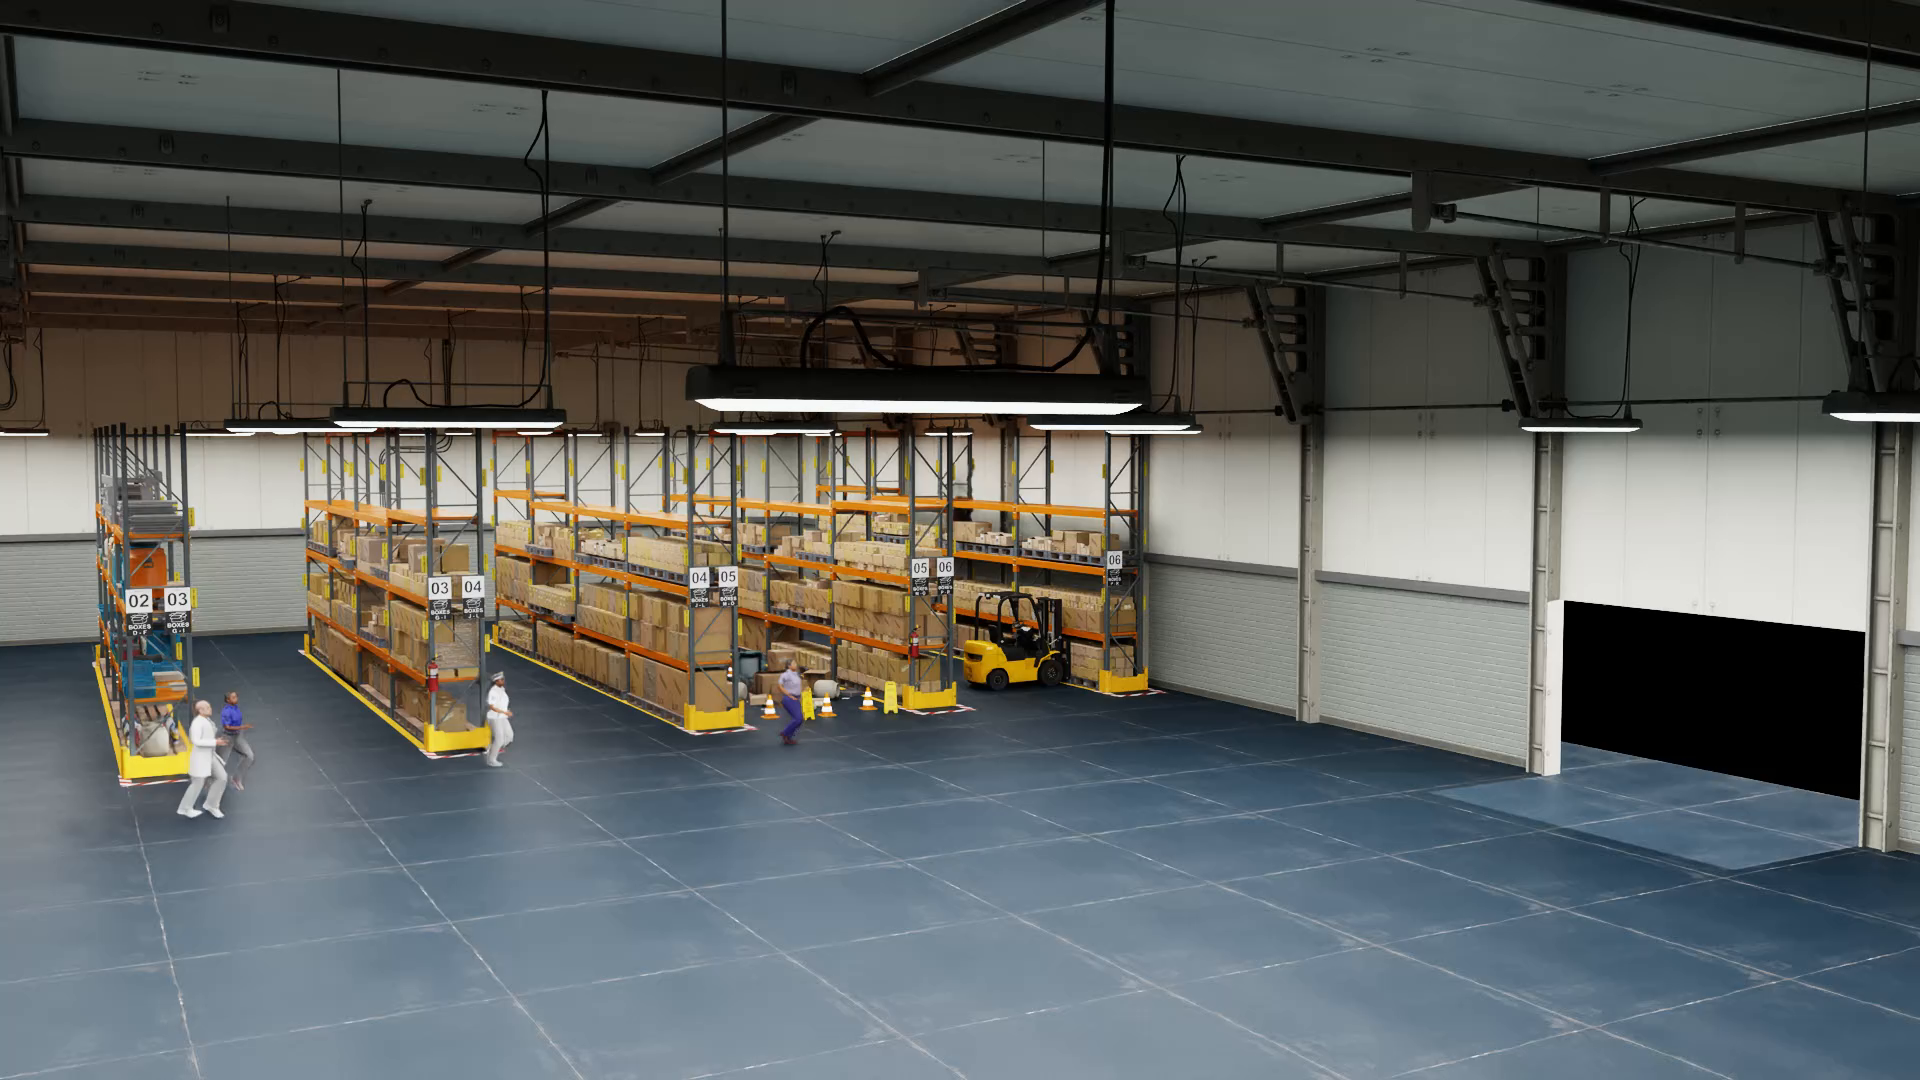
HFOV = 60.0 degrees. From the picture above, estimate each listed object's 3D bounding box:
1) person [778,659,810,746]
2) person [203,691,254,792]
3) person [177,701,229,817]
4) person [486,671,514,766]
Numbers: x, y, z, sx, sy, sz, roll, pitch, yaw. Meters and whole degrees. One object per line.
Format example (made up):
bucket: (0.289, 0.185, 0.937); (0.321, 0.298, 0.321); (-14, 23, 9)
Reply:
person: (-3.096, 3.040, 31.185); (0.518, 1.628, 0.601); (1, 4, 13)
person: (-11.826, 3.270, 26.977); (0.852, 1.649, 0.582); (0, 3, 8)
person: (-11.395, 3.333, 25.050); (0.822, 1.831, 0.687); (0, 3, -2)
person: (-8.085, 3.130, 29.248); (0.586, 1.661, 0.617); (1, 3, 8)
